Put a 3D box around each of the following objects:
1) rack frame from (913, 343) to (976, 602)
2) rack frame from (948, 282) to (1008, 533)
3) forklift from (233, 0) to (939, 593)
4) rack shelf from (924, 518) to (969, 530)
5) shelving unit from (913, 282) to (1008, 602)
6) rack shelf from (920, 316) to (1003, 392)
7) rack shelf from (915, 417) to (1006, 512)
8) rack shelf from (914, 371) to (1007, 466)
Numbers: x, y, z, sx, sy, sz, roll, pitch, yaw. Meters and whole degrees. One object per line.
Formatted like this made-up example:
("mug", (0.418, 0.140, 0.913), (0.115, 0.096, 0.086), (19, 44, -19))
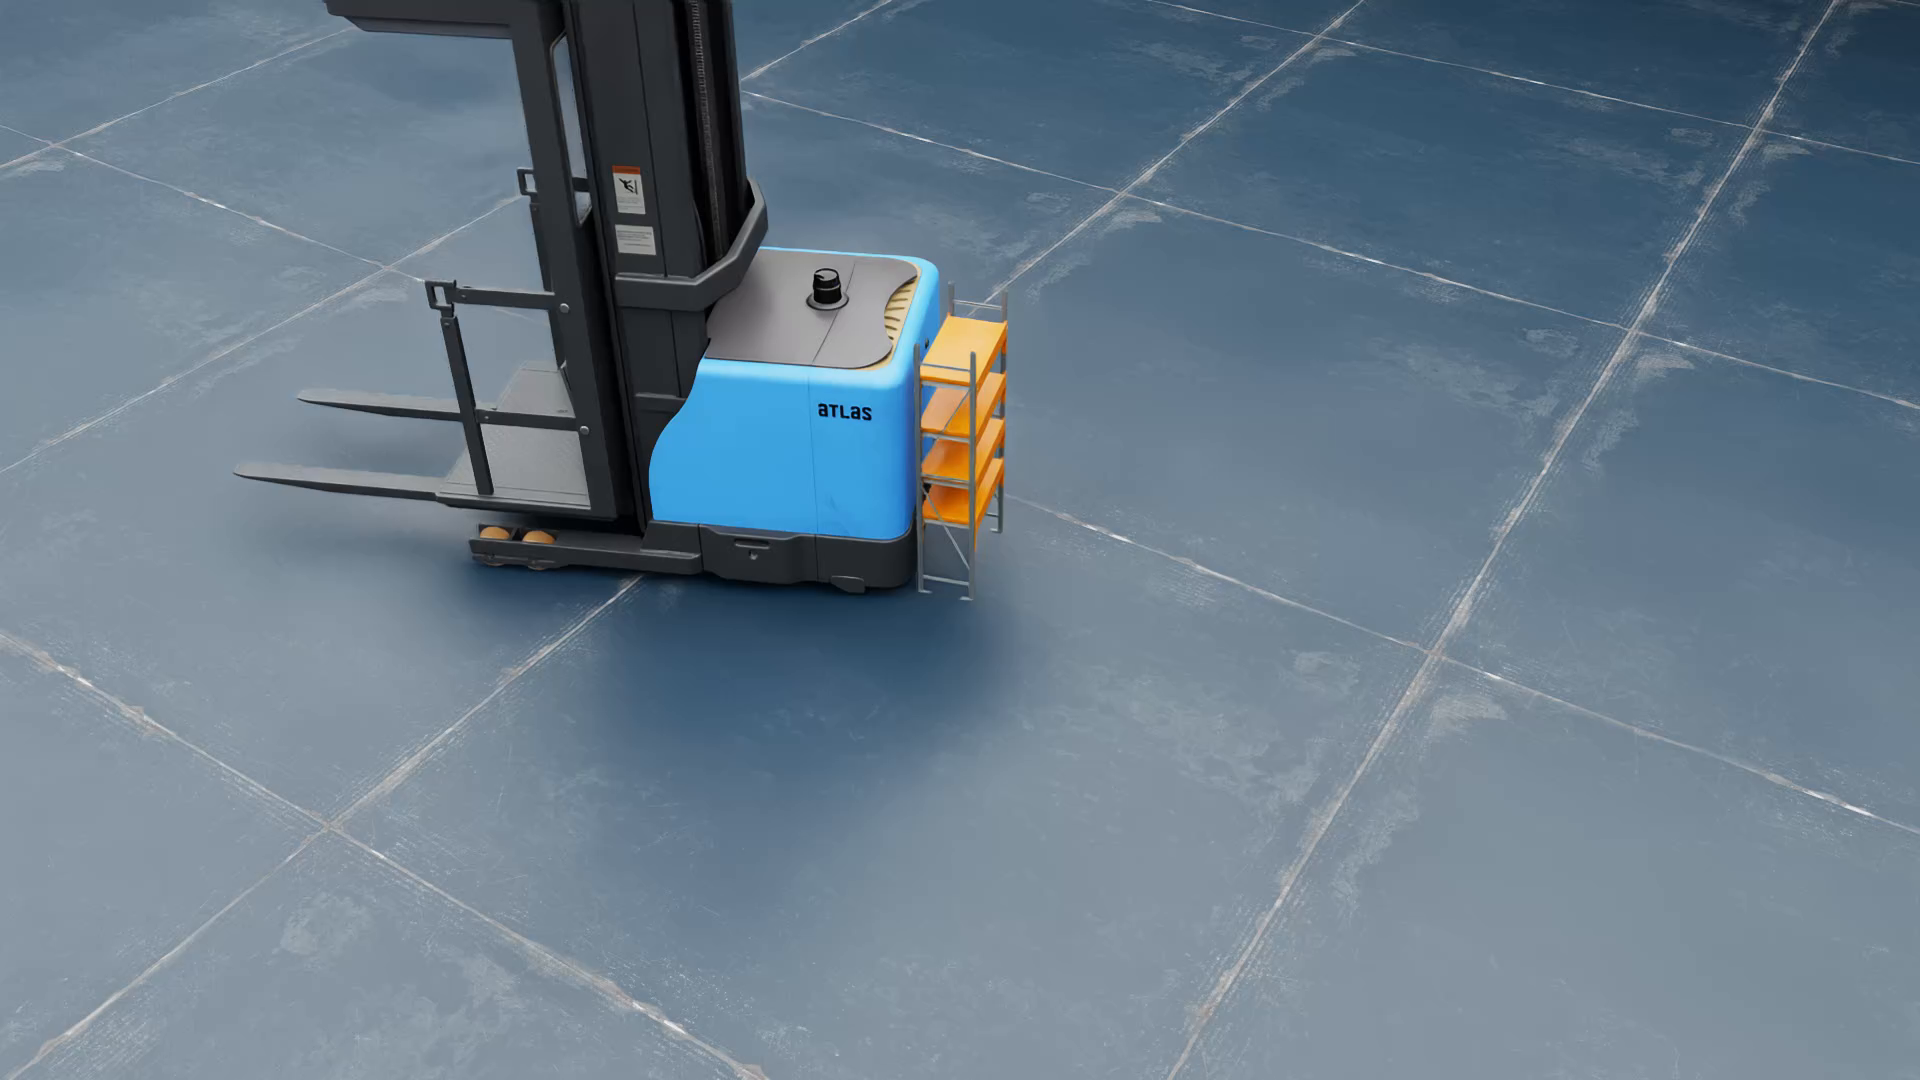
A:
("rack frame", (-0.057, -0.241, 6.580), (0.240, 1.200, 0.015), (9, 39, 12))
("rack frame", (0.071, -0.529, 6.953), (0.240, 1.200, 0.015), (9, 39, 12))
("forklift", (-1.636, -1.347, 6.596), (3.031, 2.935, 1.130), (5, 38, 7))
("rack shelf", (0.007, -0.197, 6.911), (0.199, 0.029, 0.442), (9, 39, 12))
("shelving unit", (0.007, -0.385, 6.767), (0.258, 1.200, 0.503), (9, 39, 12))
("rack shelf", (0.007, -0.727, 6.503), (0.221, 0.050, 0.457), (9, 39, 12))
("rack shelf", (0.007, -0.332, 6.808), (0.258, 0.148, 0.480), (9, 39, 12))
("rack shelf", (0.007, -0.509, 6.671), (0.258, 0.148, 0.480), (9, 39, 12))
